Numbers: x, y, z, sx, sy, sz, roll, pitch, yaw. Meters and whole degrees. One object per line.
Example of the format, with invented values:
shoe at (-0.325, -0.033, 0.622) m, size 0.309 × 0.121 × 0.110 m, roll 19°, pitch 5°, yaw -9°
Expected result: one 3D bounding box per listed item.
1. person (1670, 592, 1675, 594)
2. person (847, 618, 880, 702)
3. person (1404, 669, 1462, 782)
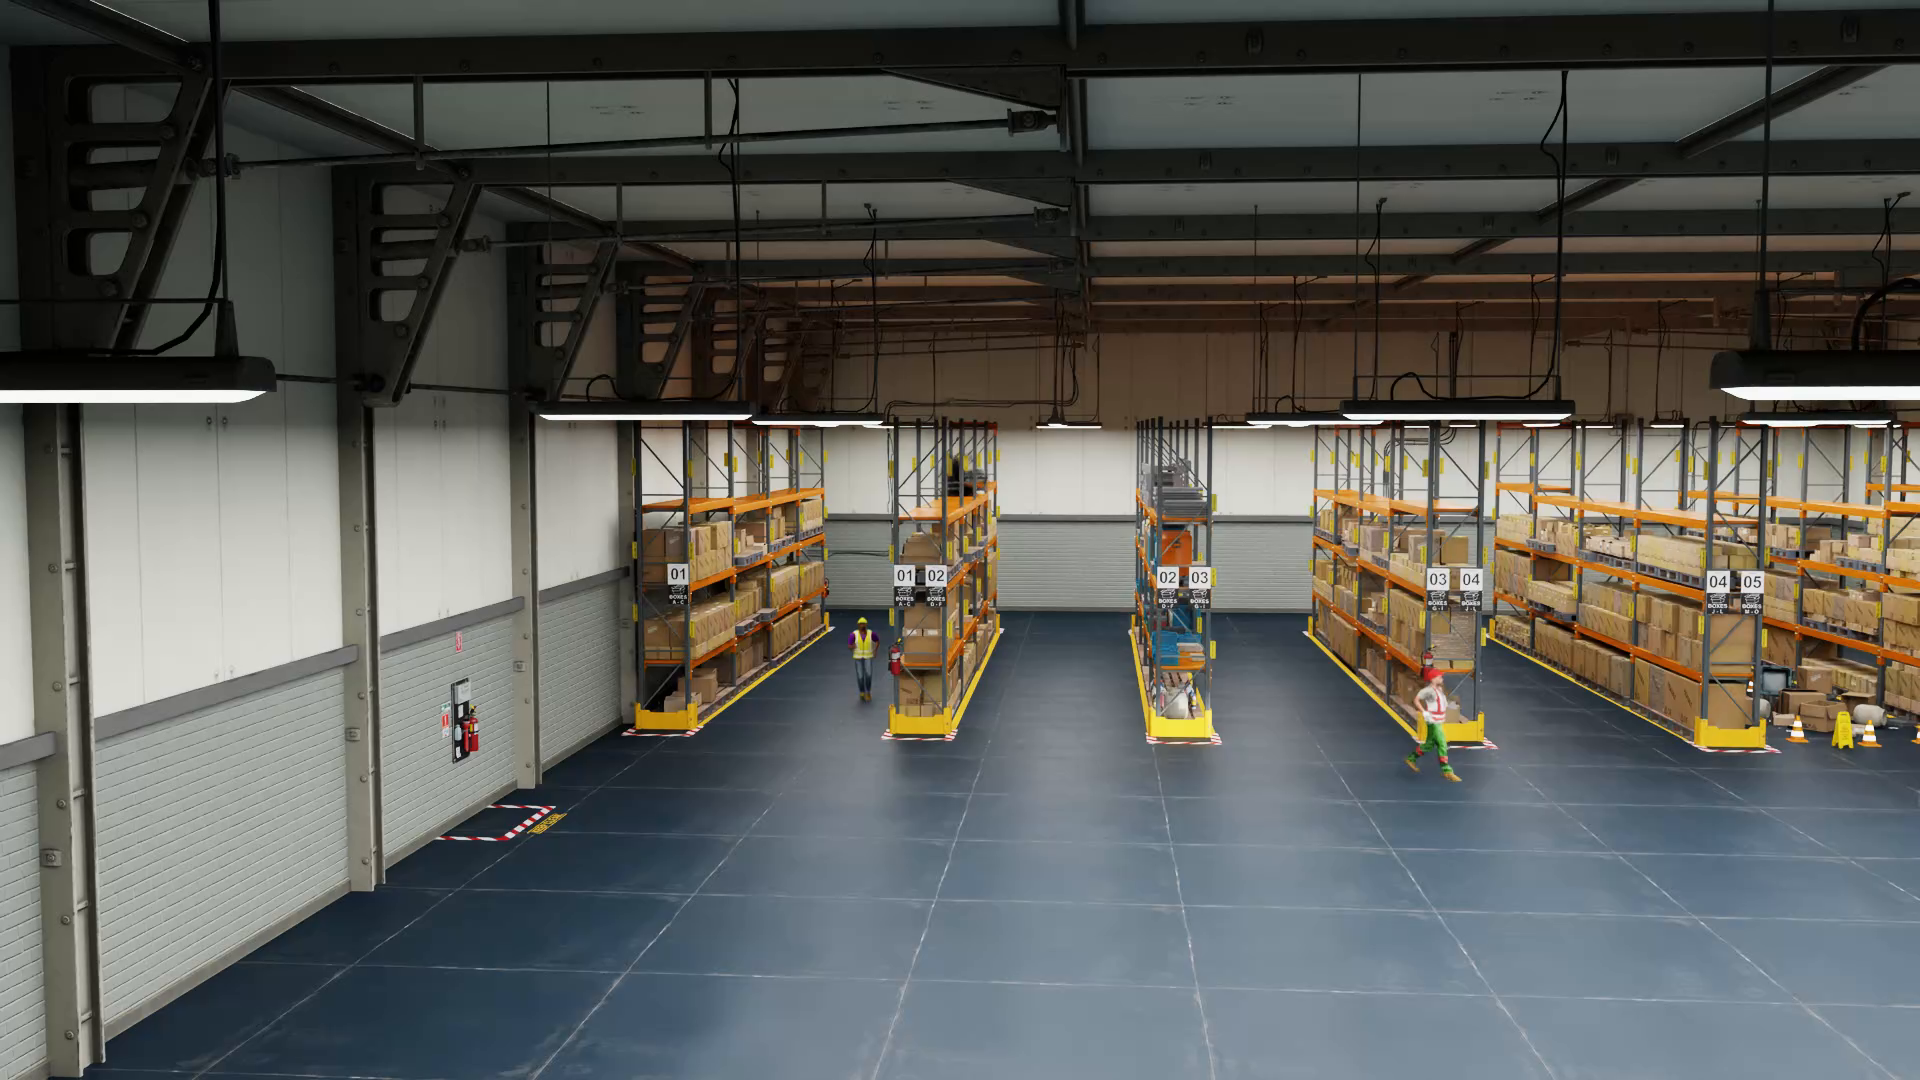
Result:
person at (20.479, 1.740, 47.245) m, size 0.913 × 1.771 × 0.711 m, roll 3°, pitch 5°, yaw 34°
person at (-2.050, 2.544, 35.307) m, size 0.678 × 1.793 × 0.693 m, roll 0°, pitch 4°, yaw -2°
person at (7.803, 3.021, 27.390) m, size 0.979 × 1.807 × 0.651 m, roll 2°, pitch 4°, yaw 32°
